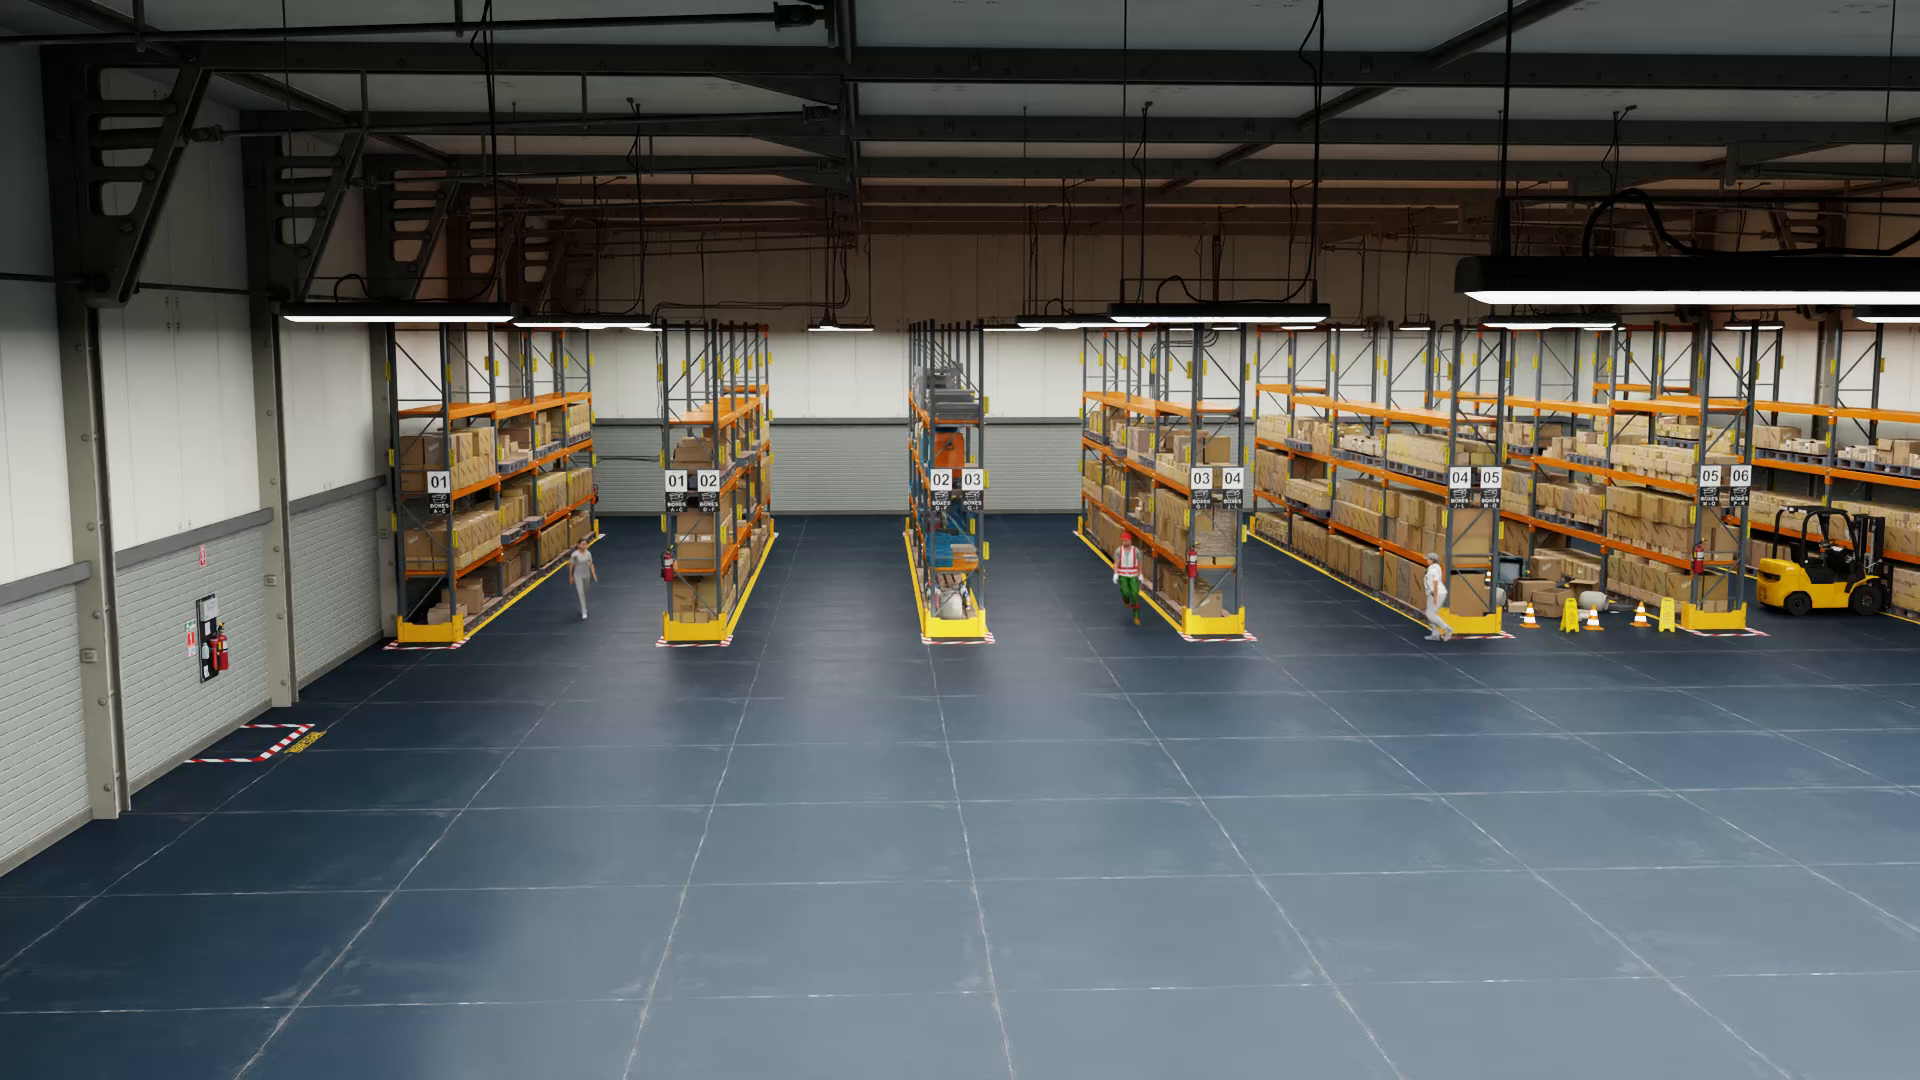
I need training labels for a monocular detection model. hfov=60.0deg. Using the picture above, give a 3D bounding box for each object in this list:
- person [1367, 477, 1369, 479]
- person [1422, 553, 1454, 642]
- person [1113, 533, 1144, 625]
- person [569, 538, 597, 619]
[{"bbox_3d":[11.370,-0.849,46.058,0.638,1.779,0.539,-6,9,-41],"label":"person"},{"bbox_3d":[8.953,1.072,31.100,0.650,1.635,0.530,3,8,25],"label":"person"},{"bbox_3d":[3.333,0.761,33.050,0.601,1.789,0.654,2,7,13],"label":"person"},{"bbox_3d":[-7.657,0.747,33.692,0.513,1.609,1.106,-4,8,-28],"label":"person"}]
